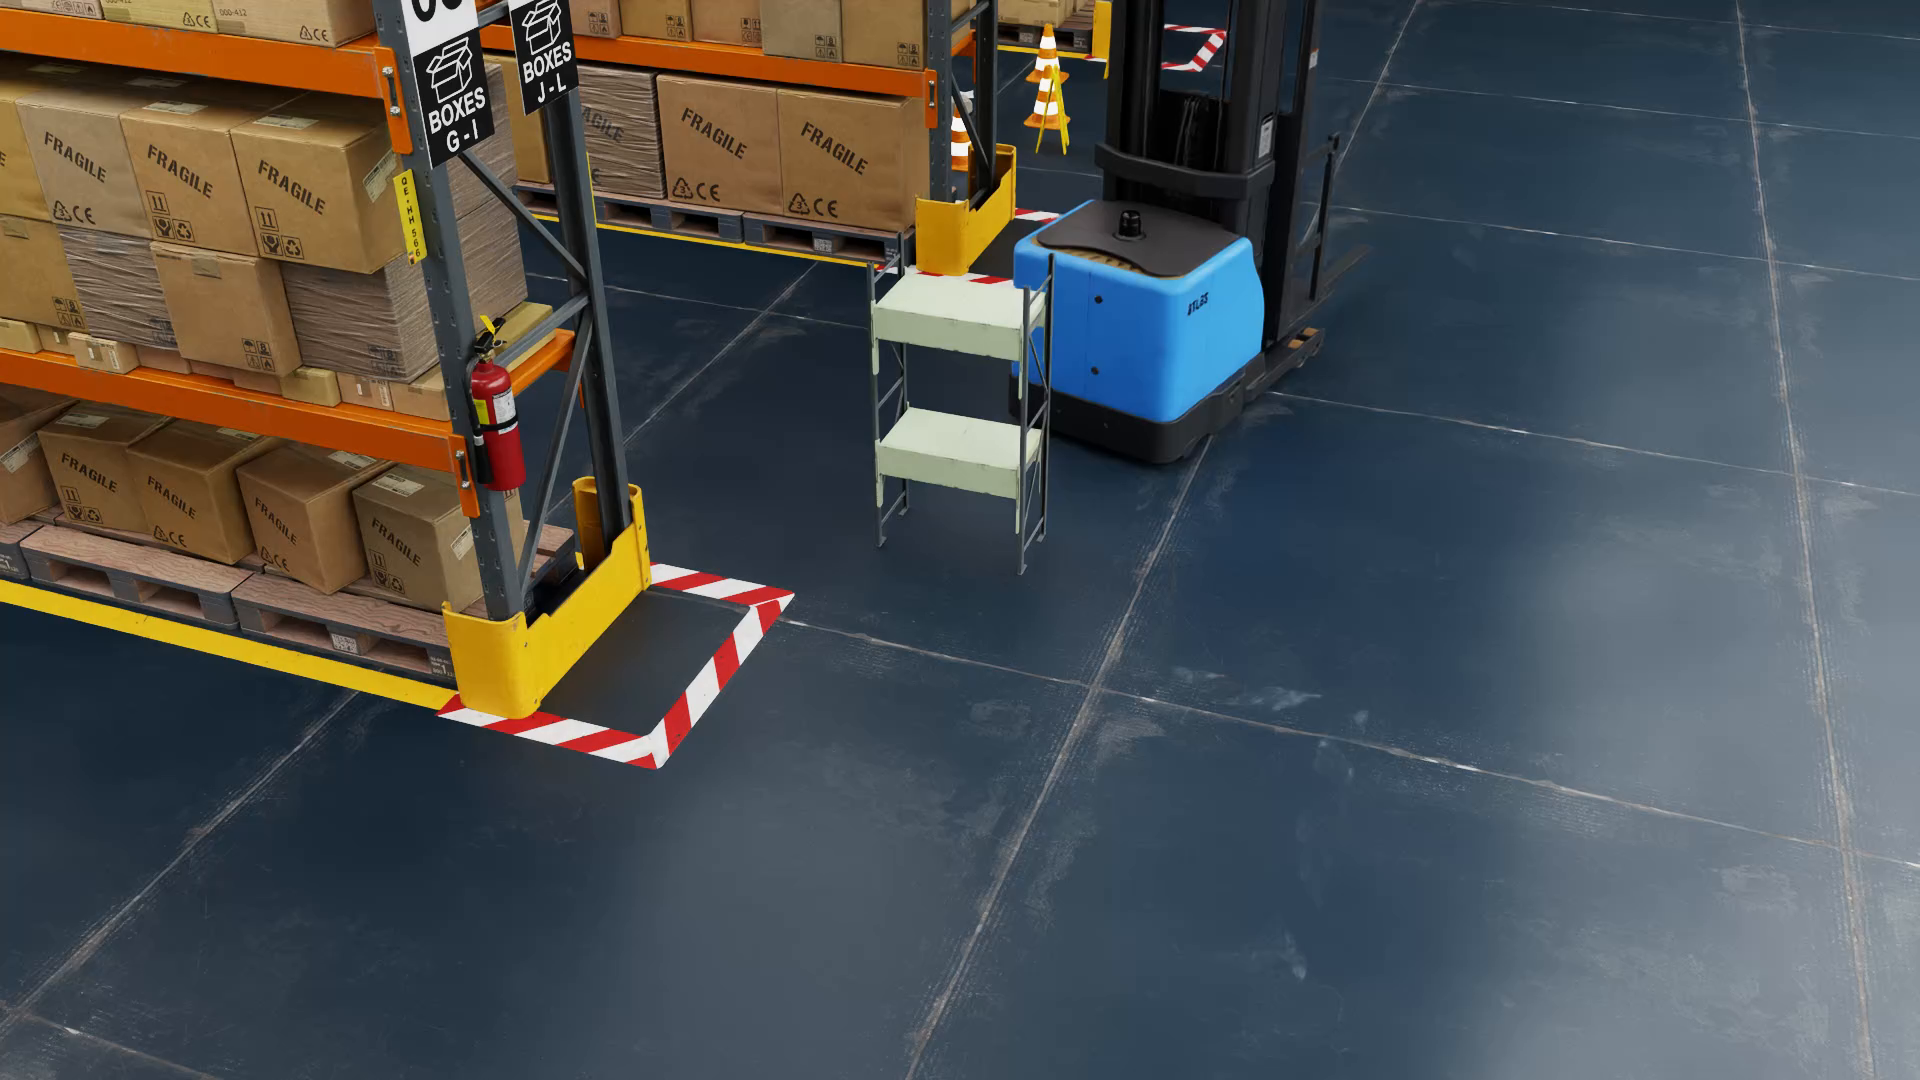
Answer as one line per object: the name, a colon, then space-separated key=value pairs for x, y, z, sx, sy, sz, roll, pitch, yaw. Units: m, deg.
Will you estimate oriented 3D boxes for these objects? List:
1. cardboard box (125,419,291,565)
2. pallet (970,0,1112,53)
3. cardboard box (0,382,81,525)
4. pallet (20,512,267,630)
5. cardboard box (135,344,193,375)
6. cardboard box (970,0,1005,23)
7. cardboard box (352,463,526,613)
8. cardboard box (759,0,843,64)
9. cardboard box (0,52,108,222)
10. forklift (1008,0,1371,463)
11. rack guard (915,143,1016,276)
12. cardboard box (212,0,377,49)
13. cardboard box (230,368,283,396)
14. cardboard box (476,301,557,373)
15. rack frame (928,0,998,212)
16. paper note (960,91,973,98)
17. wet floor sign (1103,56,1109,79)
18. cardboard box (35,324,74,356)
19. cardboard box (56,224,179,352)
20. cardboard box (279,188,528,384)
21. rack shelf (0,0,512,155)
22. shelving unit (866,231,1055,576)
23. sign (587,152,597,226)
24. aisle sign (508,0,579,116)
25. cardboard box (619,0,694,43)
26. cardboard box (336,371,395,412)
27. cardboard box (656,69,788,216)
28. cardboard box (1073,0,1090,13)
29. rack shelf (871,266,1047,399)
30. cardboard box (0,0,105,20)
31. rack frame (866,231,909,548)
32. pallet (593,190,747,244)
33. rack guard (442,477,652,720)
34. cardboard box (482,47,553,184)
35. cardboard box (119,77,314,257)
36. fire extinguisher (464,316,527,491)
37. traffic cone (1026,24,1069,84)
cardboard box: x=-3.481 y=-0.268 z=7.817 sx=0.500 sy=0.500 sz=0.500 roll=14 pitch=35 yaw=21
pallet: x=0.778 y=-4.872 z=15.602 sx=1.213 sy=0.211 sz=1.003 roll=11 pitch=34 yaw=16
cardboard box: x=-4.602 y=-0.467 z=8.125 sx=0.500 sy=0.500 sz=0.500 roll=23 pitch=39 yaw=31
pallet: x=-3.710 y=-0.036 z=8.112 sx=1.213 sy=0.211 sz=1.003 roll=11 pitch=34 yaw=16
cardboard box: x=-3.261 y=-0.865 z=7.055 sx=0.250 sy=0.149 sz=0.380 roll=11 pitch=34 yaw=16
cardboard box: x=0.265 y=-4.994 z=15.367 sx=0.500 sy=0.250 sz=0.500 roll=11 pitch=34 yaw=17
cardboard box: x=-2.323 y=-0.052 z=7.483 sx=0.500 sy=0.500 sz=0.500 roll=18 pitch=37 yaw=25
cardboard box: x=-0.862 y=-3.514 z=10.790 sx=0.550 sy=0.550 sz=0.875 roll=11 pitch=34 yaw=16
cardboard box: x=-3.753 y=-1.641 z=6.739 sx=0.500 sy=0.500 sz=0.500 roll=11 pitch=34 yaw=16
forklift: x=1.526 y=-2.384 z=9.241 sx=1.130 sy=2.935 sz=3.031 roll=21 pitch=38 yaw=29
rack guard: x=0.050 y=-2.263 z=11.293 sx=0.348 sy=0.500 sz=1.175 roll=11 pitch=34 yaw=16
cardboard box: x=-2.281 y=-1.959 z=5.891 sx=0.500 sy=0.250 sz=0.500 roll=12 pitch=35 yaw=18
cardboard box: x=-2.797 y=-0.763 z=6.898 sx=0.250 sy=0.149 sz=0.380 roll=11 pitch=34 yaw=16
cardboard box: x=-1.929 y=-0.871 z=7.066 sx=0.250 sy=0.149 sz=0.380 roll=11 pitch=34 yaw=16
rack frame: x=0.027 y=-3.317 z=10.622 sx=0.127 sy=3.000 sz=1.000 roll=11 pitch=34 yaw=16
paper note: x=0.041 y=-3.772 z=14.065 sx=0.142 sy=0.019 sz=0.148 roll=0 pitch=33 yaw=0
wet floor sign: x=1.420 y=-4.293 z=14.304 sx=0.232 sy=0.644 sz=0.267 roll=24 pitch=40 yaw=32
cardboard box: x=-3.739 y=-0.946 z=7.182 sx=0.250 sy=0.149 sz=0.380 roll=11 pitch=34 yaw=16
cardboard box: x=-3.217 y=-1.228 z=7.021 sx=0.500 sy=0.500 sz=0.875 roll=11 pitch=34 yaw=16
cardboard box: x=-2.250 y=-1.085 z=6.798 sx=0.500 sy=0.500 sz=0.875 roll=11 pitch=34 yaw=16
rack shelf: x=-3.624 y=-2.127 z=6.677 sx=4.000 sy=0.370 sz=1.077 roll=11 pitch=34 yaw=16
shelving unit: x=0.006 y=-0.629 z=7.841 sx=0.755 sy=1.500 sz=0.431 roll=11 pitch=34 yaw=16
sign: x=-1.558 y=-1.444 z=6.923 sx=0.005 sy=0.325 sz=0.100 roll=11 pitch=34 yaw=16
aisle sign: x=-1.582 y=-2.037 z=6.243 sx=0.004 sy=0.787 sz=0.394 roll=11 pitch=34 yaw=16
cardboard box: x=-1.860 y=-3.757 z=11.165 sx=0.500 sy=0.550 sz=0.875 roll=11 pitch=34 yaw=16
cardboard box: x=-2.314 y=-0.690 z=6.785 sx=0.250 sy=0.149 sz=0.380 roll=11 pitch=34 yaw=16
cardboard box: x=-1.462 y=-2.851 z=11.472 sx=0.875 sy=0.875 sz=0.875 roll=10 pitch=34 yaw=16
cardboard box: x=0.936 y=-5.173 z=15.645 sx=0.500 sy=0.250 sz=0.500 roll=11 pitch=34 yaw=16
rack shelf: x=0.006 y=-0.957 z=7.630 sx=0.720 sy=0.370 sz=0.431 roll=11 pitch=34 yaw=16
cardboard box: x=-3.231 y=-2.147 z=6.182 sx=0.500 sy=0.250 sz=0.500 roll=12 pitch=35 yaw=18
rack frame: x=-0.338 y=-0.696 z=7.945 sx=0.023 sy=1.500 sz=0.400 roll=11 pitch=34 yaw=16
pallet: x=-1.896 y=-2.476 z=11.891 sx=1.213 sy=0.211 sz=1.003 roll=11 pitch=34 yaw=16
rack guard: x=-1.813 y=0.233 z=7.428 sx=0.348 sy=0.500 sz=1.175 roll=11 pitch=34 yaw=16
cardboard box: x=-3.170 y=-3.182 z=11.985 sx=0.875 sy=0.875 sz=0.875 roll=12 pitch=35 yaw=17
cardboard box: x=-2.815 y=-1.453 z=6.447 sx=0.500 sy=0.500 sz=0.500 roll=11 pitch=34 yaw=16
fire extinguisher: x=-1.789 y=-0.514 z=6.352 sx=0.183 sy=0.674 sz=0.296 roll=11 pitch=34 yaw=16
traffic cone: x=0.762 y=-4.217 z=14.355 sx=0.334 sy=0.463 sz=0.336 roll=11 pitch=34 yaw=16
